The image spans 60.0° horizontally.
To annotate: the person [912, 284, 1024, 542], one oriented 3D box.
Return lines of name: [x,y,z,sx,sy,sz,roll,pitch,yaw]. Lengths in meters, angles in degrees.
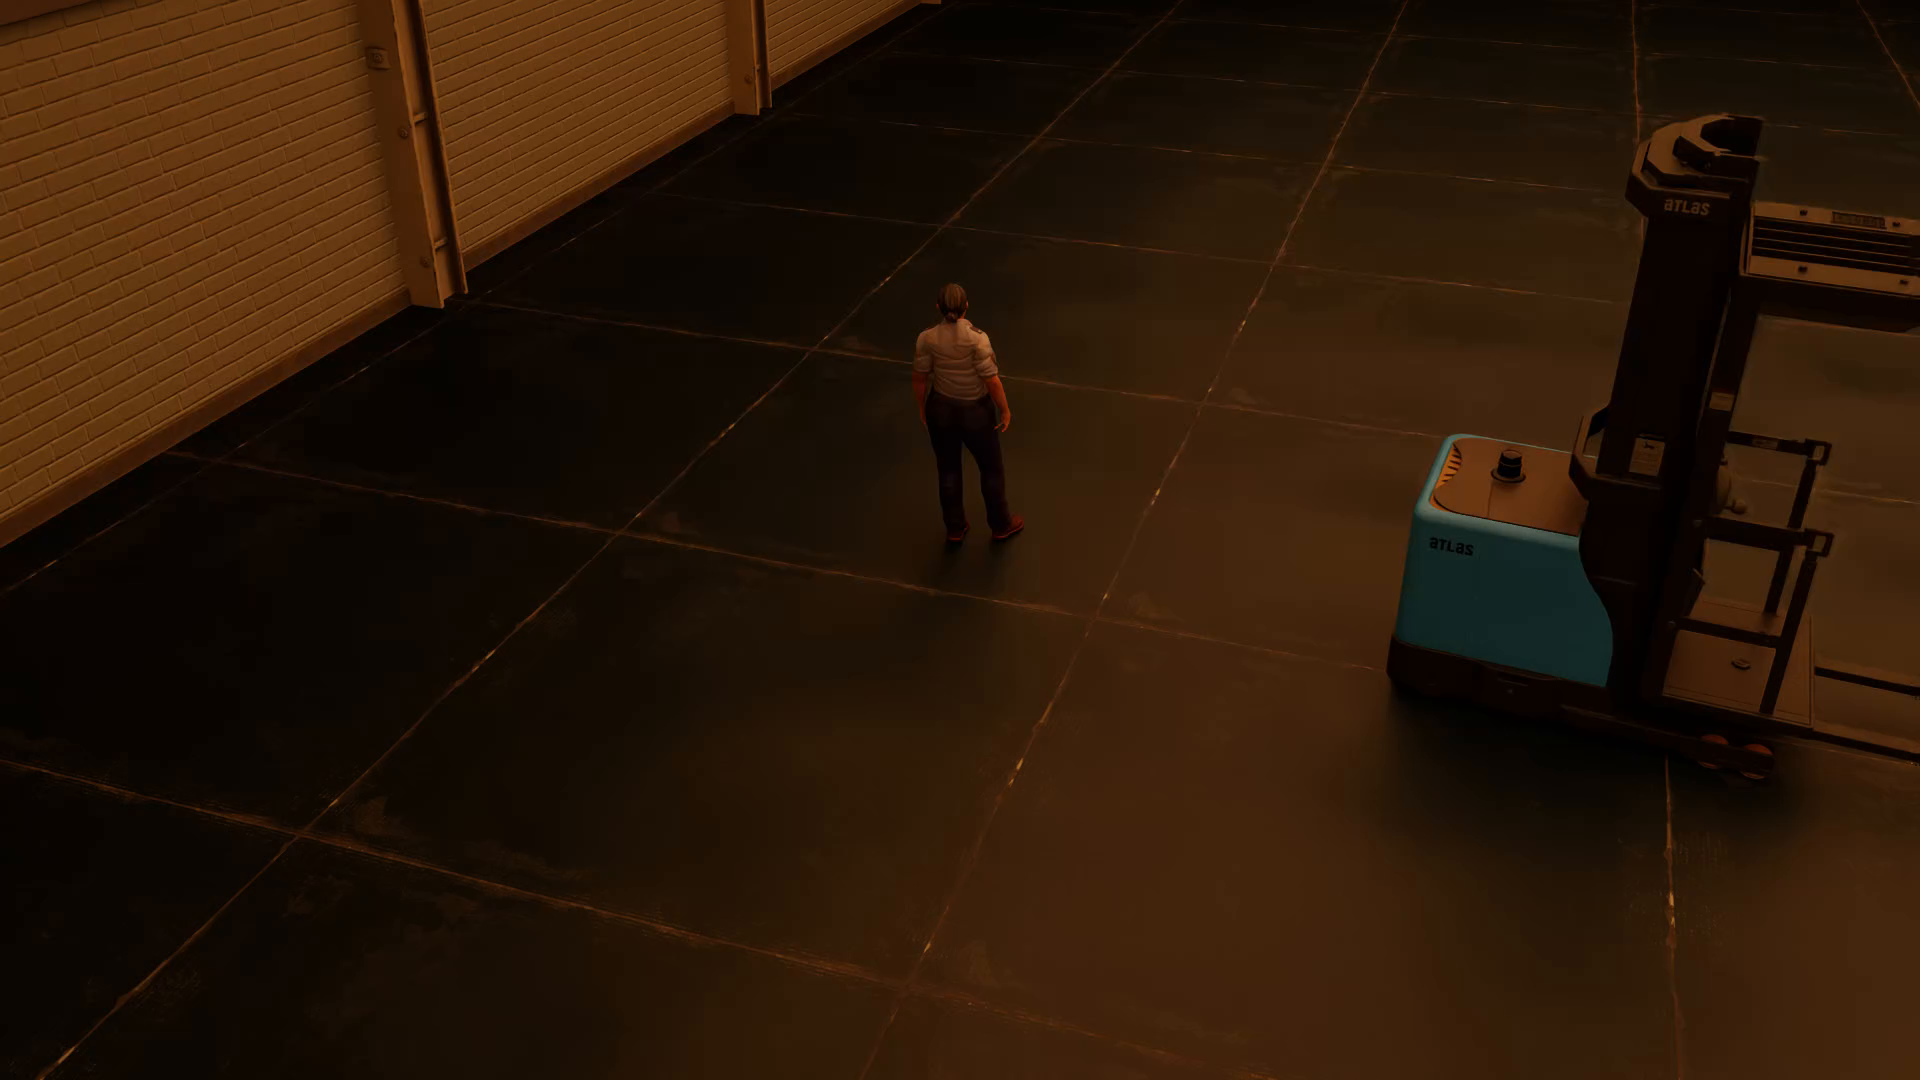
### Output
person: [0.051,-0.760,9.752,0.598,1.651,0.502,10,31,16]

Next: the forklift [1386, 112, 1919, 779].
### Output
forklift: [3.801,-0.416,7.866,3.031,2.935,1.130,12,32,21]
